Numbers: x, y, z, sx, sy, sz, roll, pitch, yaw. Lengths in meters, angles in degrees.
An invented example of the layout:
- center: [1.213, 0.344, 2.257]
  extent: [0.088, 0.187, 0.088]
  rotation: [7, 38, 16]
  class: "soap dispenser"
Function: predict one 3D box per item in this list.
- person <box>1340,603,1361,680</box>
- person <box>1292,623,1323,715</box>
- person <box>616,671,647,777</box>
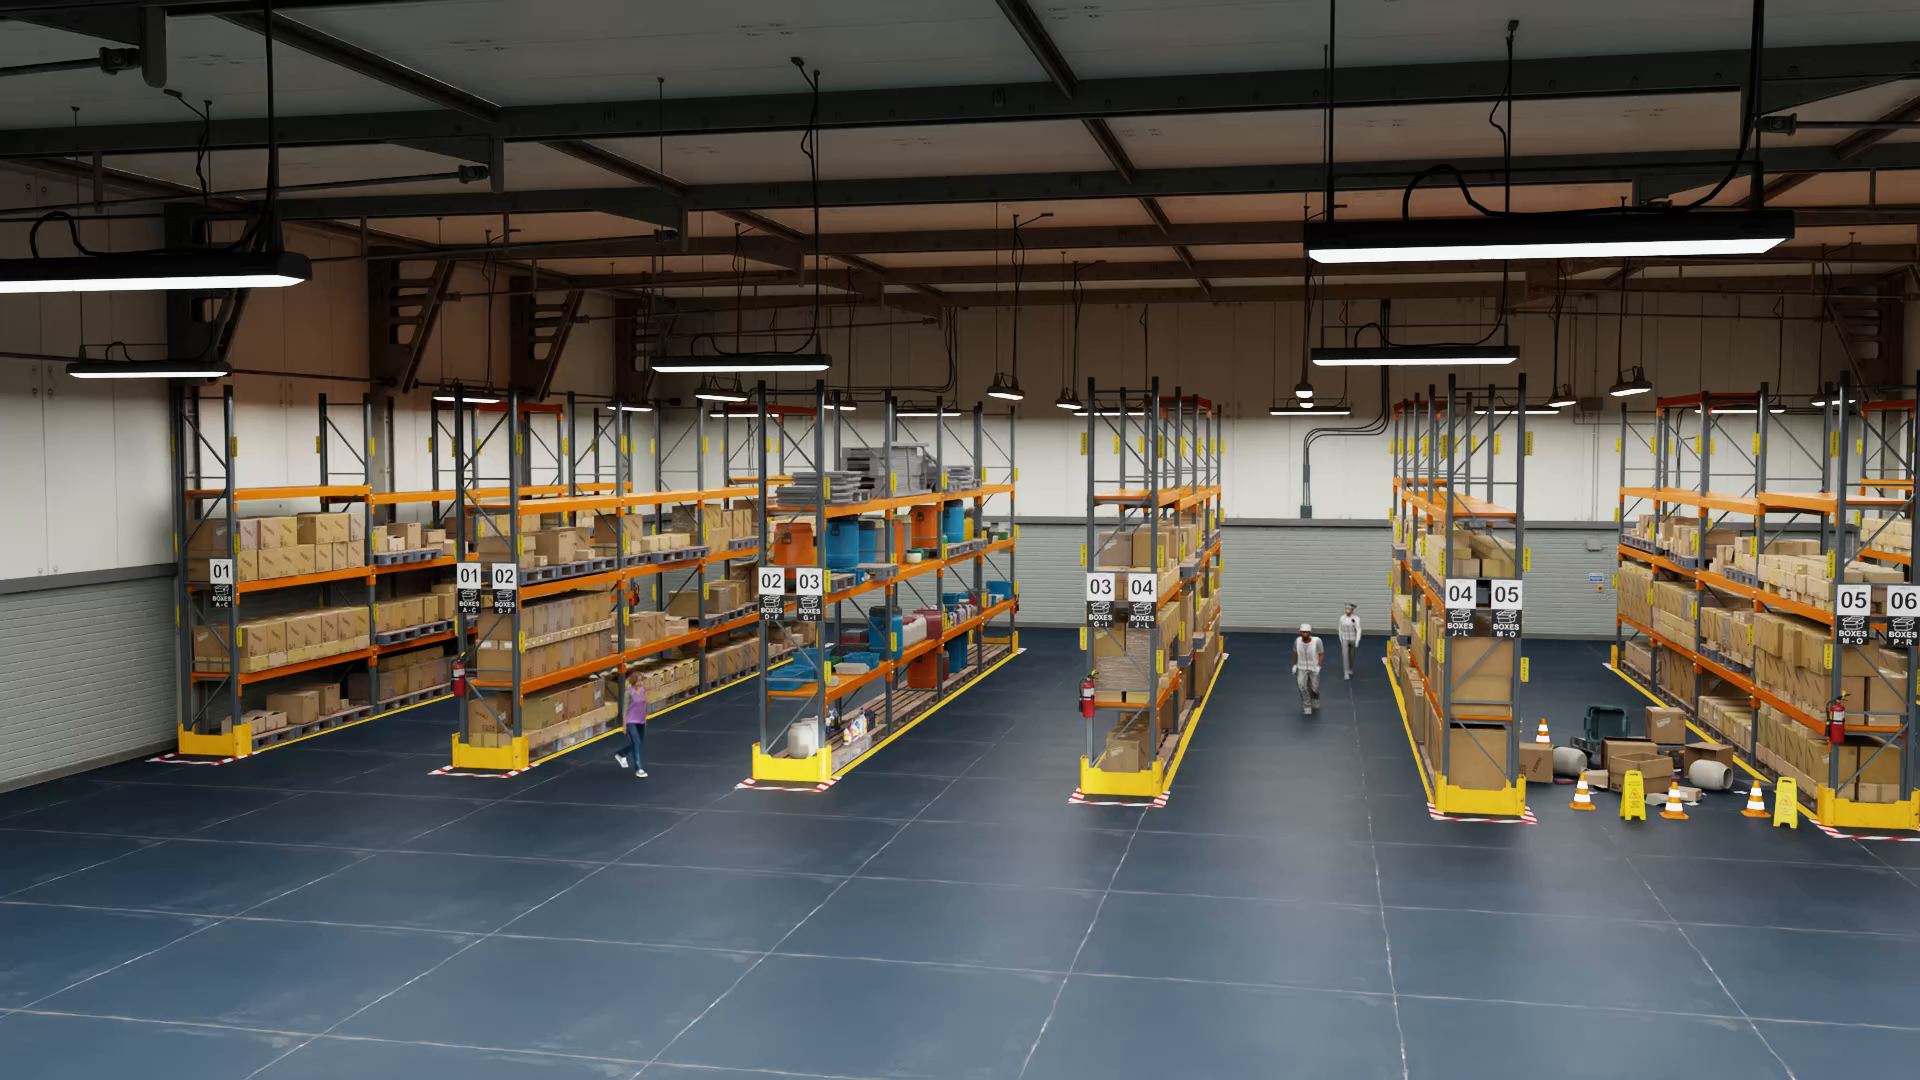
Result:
- center: [8.427, 2.158, 35.886]
  extent: [0.437, 1.631, 1.024]
  rotation: [1, 3, 10]
  class: "person"
- center: [6.549, 2.401, 31.320]
  extent: [0.604, 1.711, 0.778]
  rotation: [1, 3, 23]
  class: "person"
- center: [-4.986, 2.784, 25.405]
  extent: [0.749, 1.570, 0.468]
  rotation: [2, 4, 29]
  class: "person"
